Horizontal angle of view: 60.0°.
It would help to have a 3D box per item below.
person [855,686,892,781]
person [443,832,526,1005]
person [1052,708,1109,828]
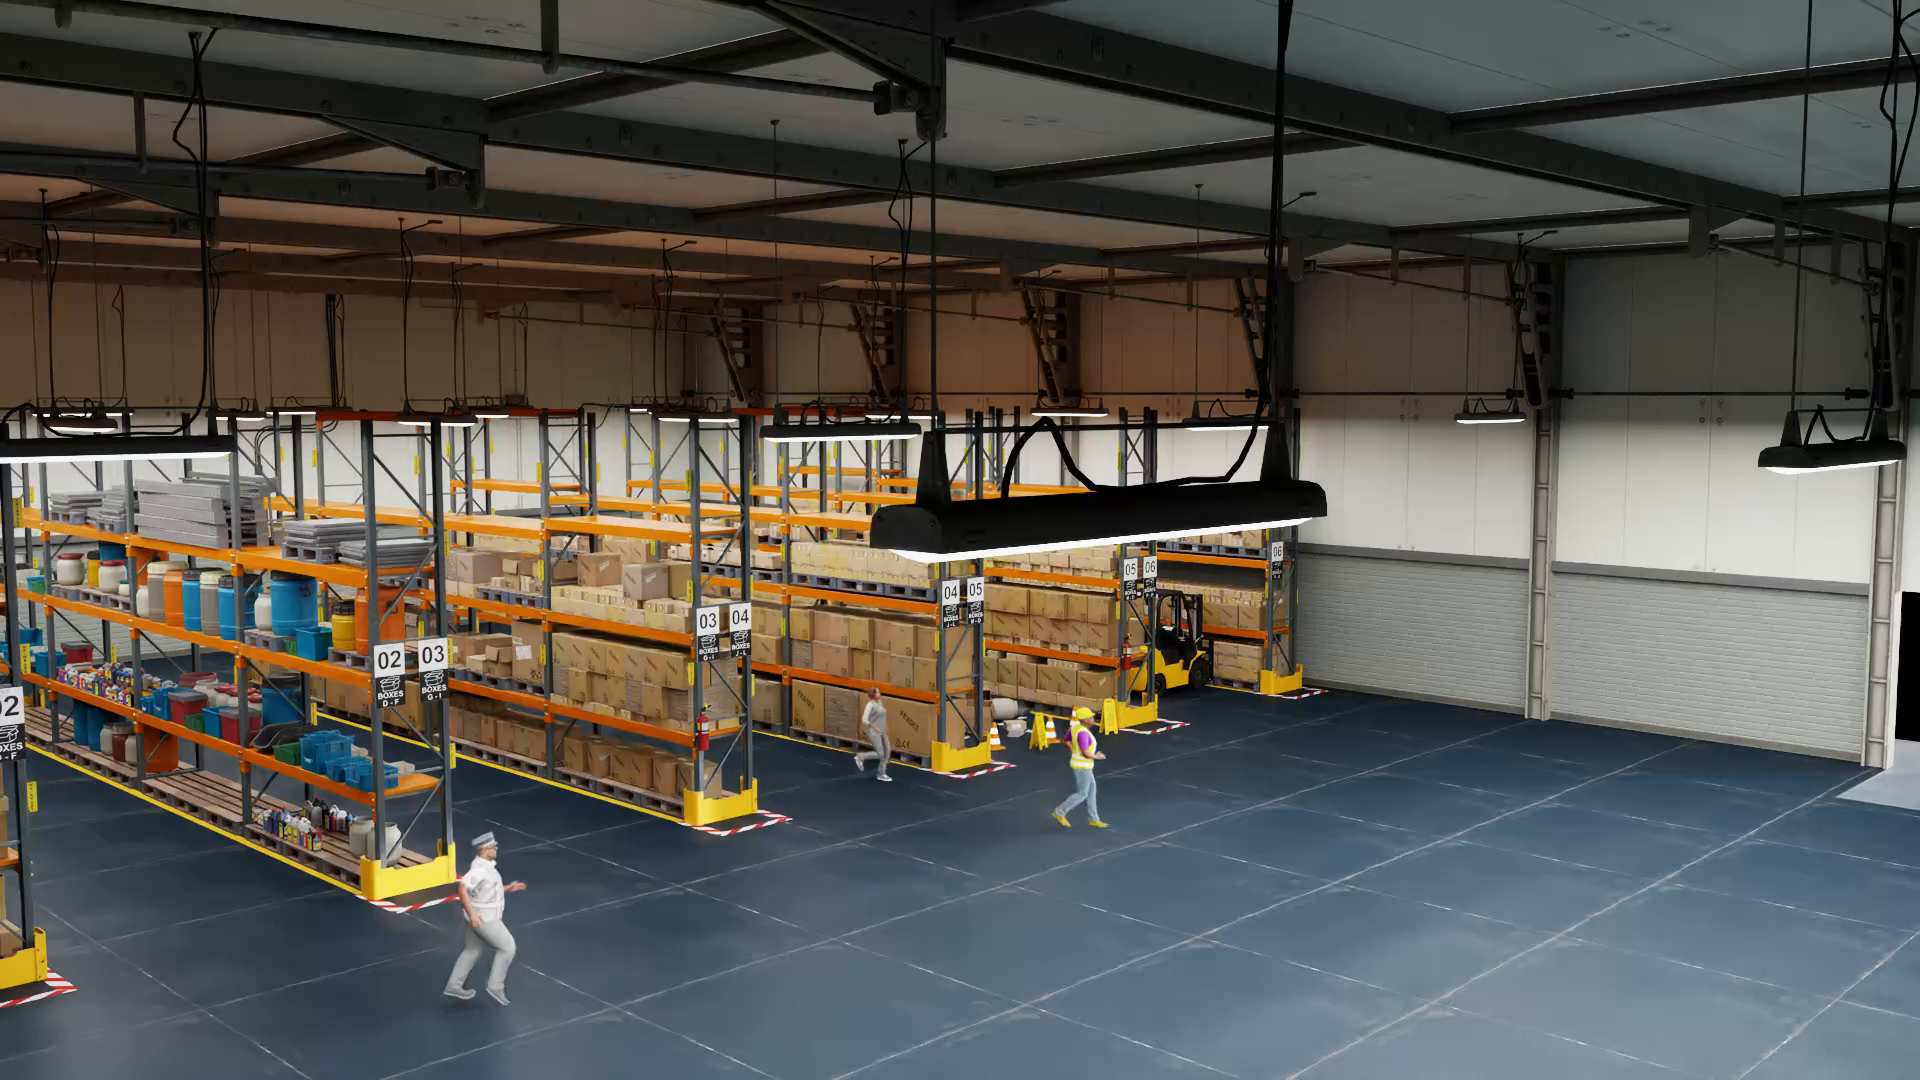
[{"bbox_3d":[-1.389,3.154,27.158,0.645,1.541,0.543,2,6,23],"label":"person"},{"bbox_3d":[-4.918,3.936,17.212,0.854,1.840,0.626,-2,5,-23],"label":"person"},{"bbox_3d":[1.755,3.311,24.114,0.866,1.779,0.724,-1,5,-7],"label":"person"}]
